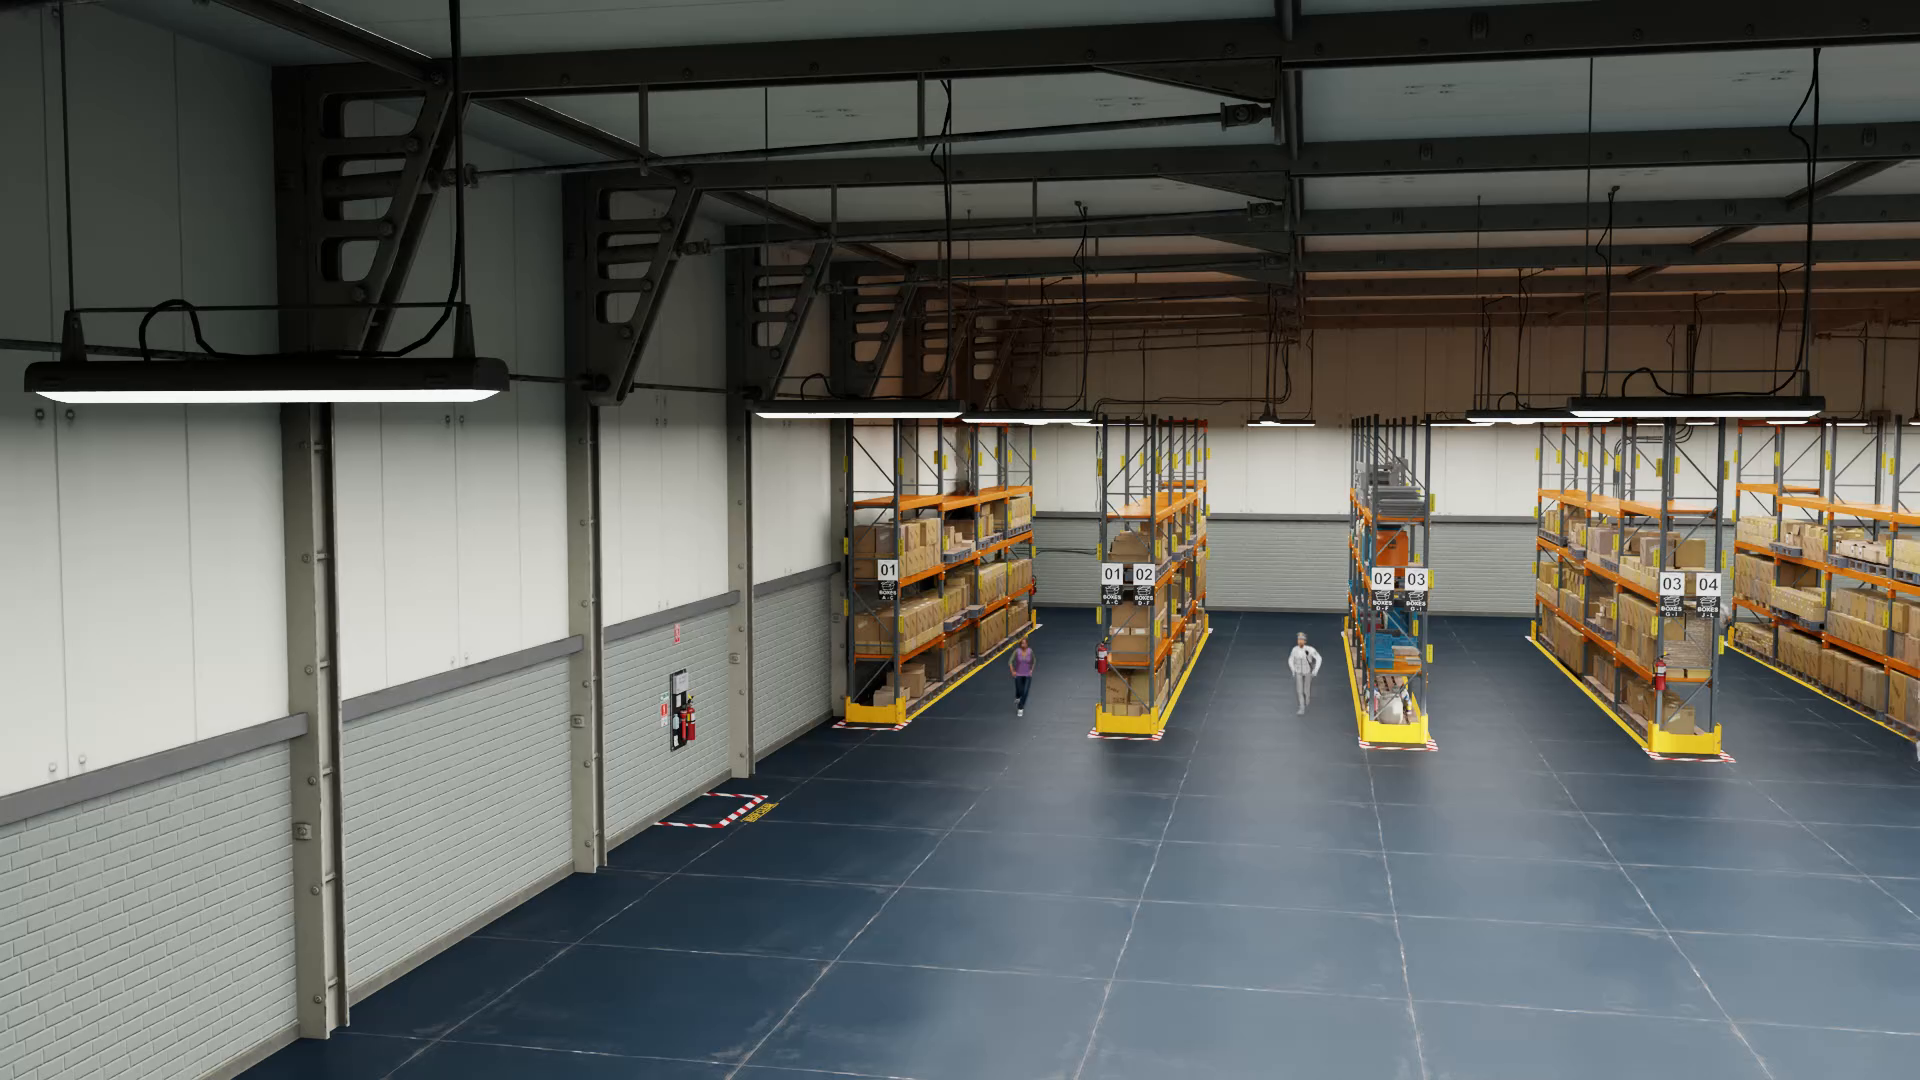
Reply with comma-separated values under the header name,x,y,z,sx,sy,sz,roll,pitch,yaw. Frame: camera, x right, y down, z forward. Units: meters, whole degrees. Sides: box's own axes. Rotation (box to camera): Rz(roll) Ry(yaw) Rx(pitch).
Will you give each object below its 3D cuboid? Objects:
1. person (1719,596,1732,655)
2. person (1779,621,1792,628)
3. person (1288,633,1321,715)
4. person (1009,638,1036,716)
name,x,y,z,sx,sy,sz,roll,pitch,yaw
person,18.545,2.163,40.715,0.580,1.664,0.858,1,4,19
person,22.535,1.873,45.769,0.954,1.573,0.577,-1,4,-16
person,6.904,2.682,33.408,0.641,1.666,0.623,2,4,26
person,1.261,2.735,33.395,0.553,1.553,0.534,0,4,-7
